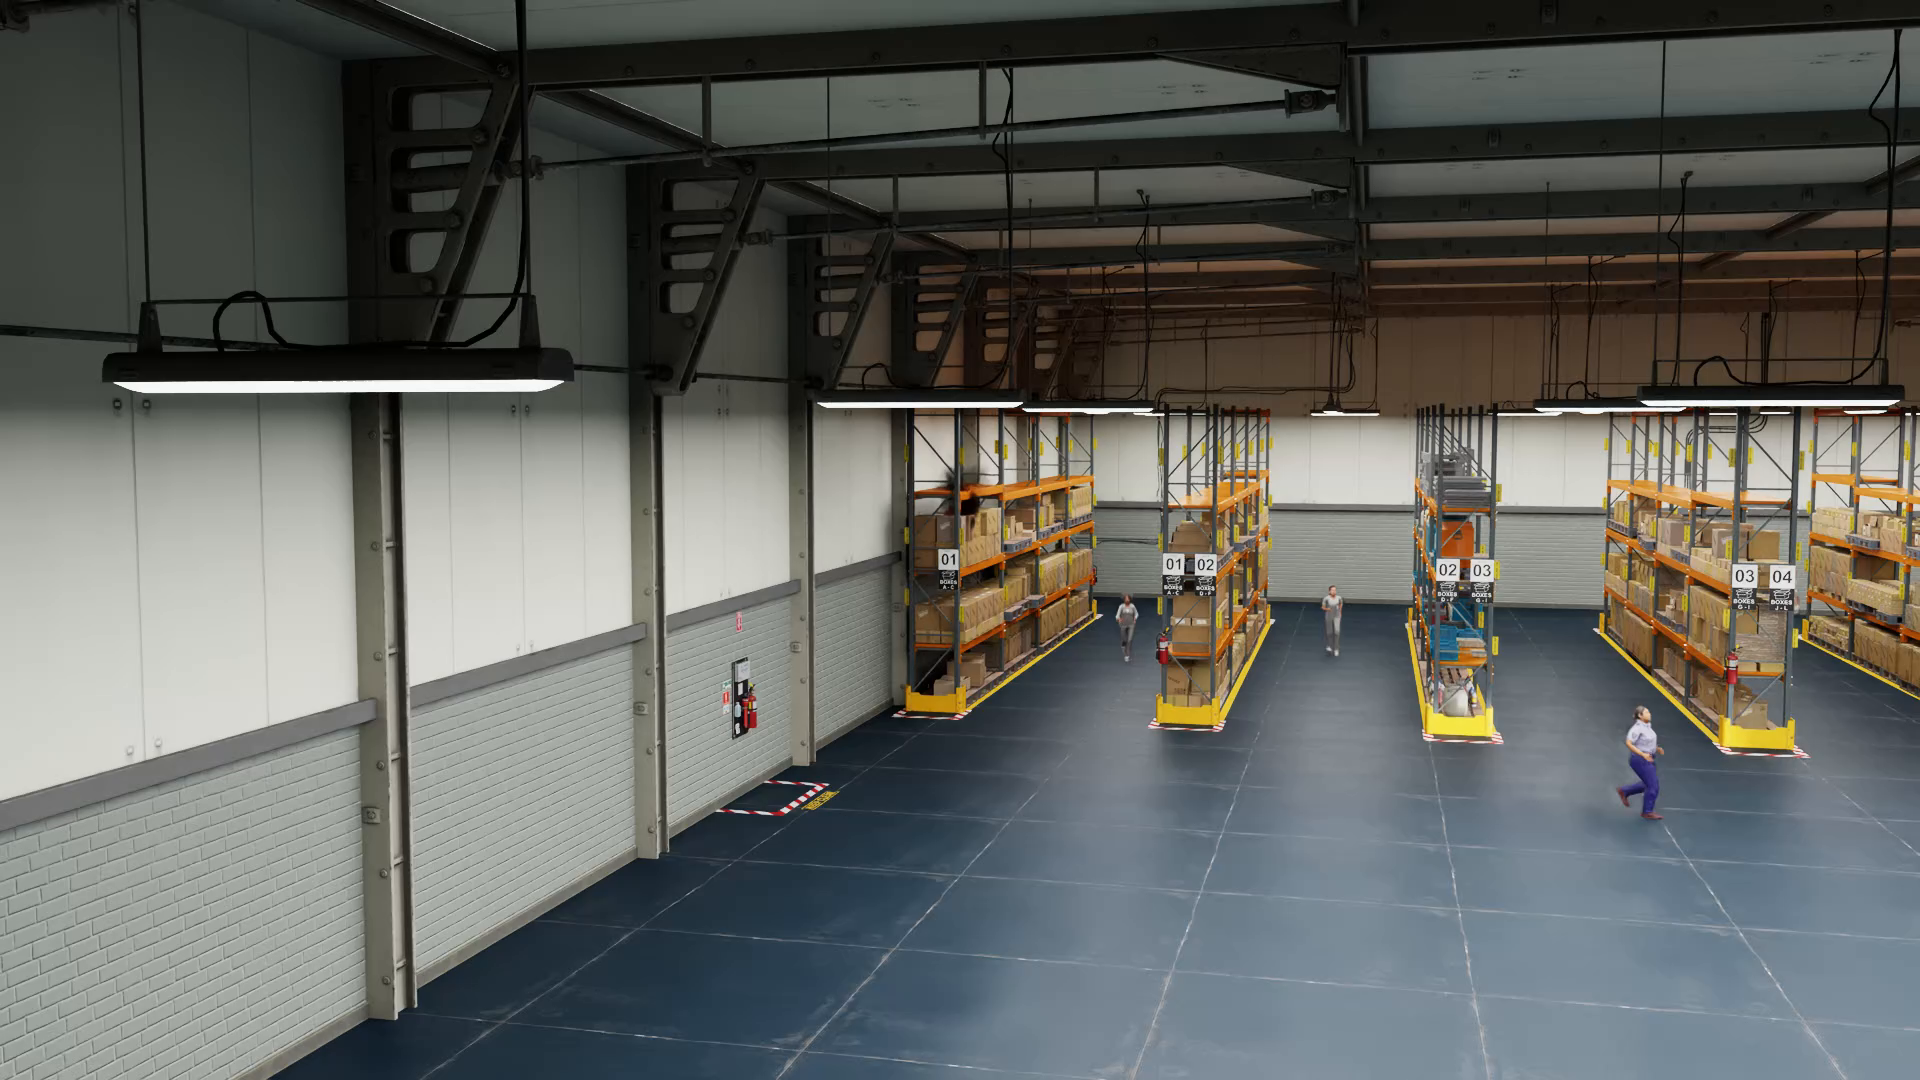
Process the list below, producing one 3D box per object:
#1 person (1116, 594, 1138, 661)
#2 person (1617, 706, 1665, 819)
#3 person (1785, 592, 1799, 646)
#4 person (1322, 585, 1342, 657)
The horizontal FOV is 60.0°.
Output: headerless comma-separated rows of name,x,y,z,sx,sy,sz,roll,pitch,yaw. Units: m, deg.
person,3.979,2.074,39.578,0.536,1.575,0.664,0,4,2
person,9.785,3.180,23.929,0.688,1.599,0.613,3,5,38
person,20.230,1.862,40.776,0.671,1.814,0.886,1,4,17
person,9.046,1.943,40.435,0.509,1.709,0.837,1,4,9
